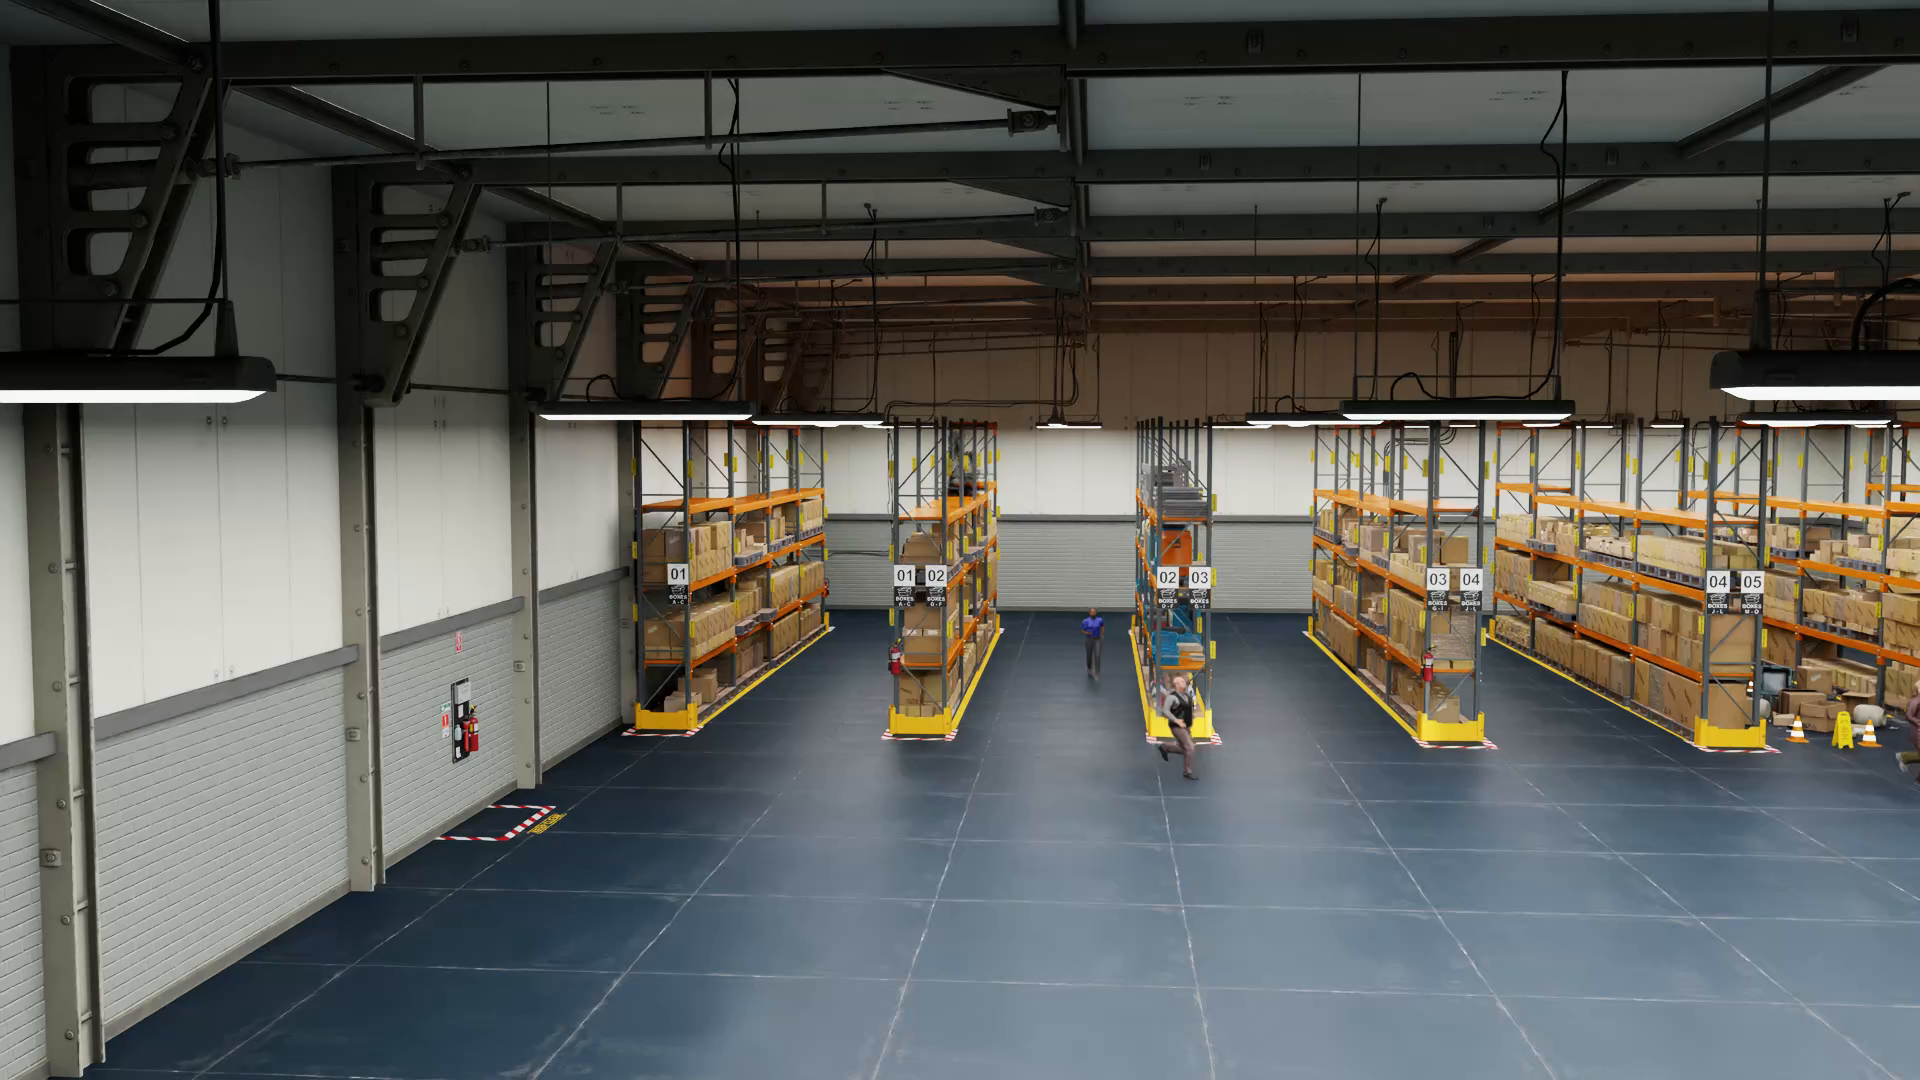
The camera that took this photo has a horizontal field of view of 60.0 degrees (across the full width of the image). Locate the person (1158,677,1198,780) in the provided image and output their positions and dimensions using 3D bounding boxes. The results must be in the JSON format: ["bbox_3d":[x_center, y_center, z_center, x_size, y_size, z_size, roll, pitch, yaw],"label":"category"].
[{"bbox_3d":[3.609,3.102,27.549,0.794,1.686,0.665,2,4,34],"label":"person"}]

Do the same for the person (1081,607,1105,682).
[{"bbox_3d":[3.070,2.380,38.300,0.569,1.656,0.932,0,4,0],"label":"person"}]

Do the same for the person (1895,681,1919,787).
[{"bbox_3d":[15.421,3.121,26.763,0.678,1.737,0.745,4,5,44],"label":"person"}]
